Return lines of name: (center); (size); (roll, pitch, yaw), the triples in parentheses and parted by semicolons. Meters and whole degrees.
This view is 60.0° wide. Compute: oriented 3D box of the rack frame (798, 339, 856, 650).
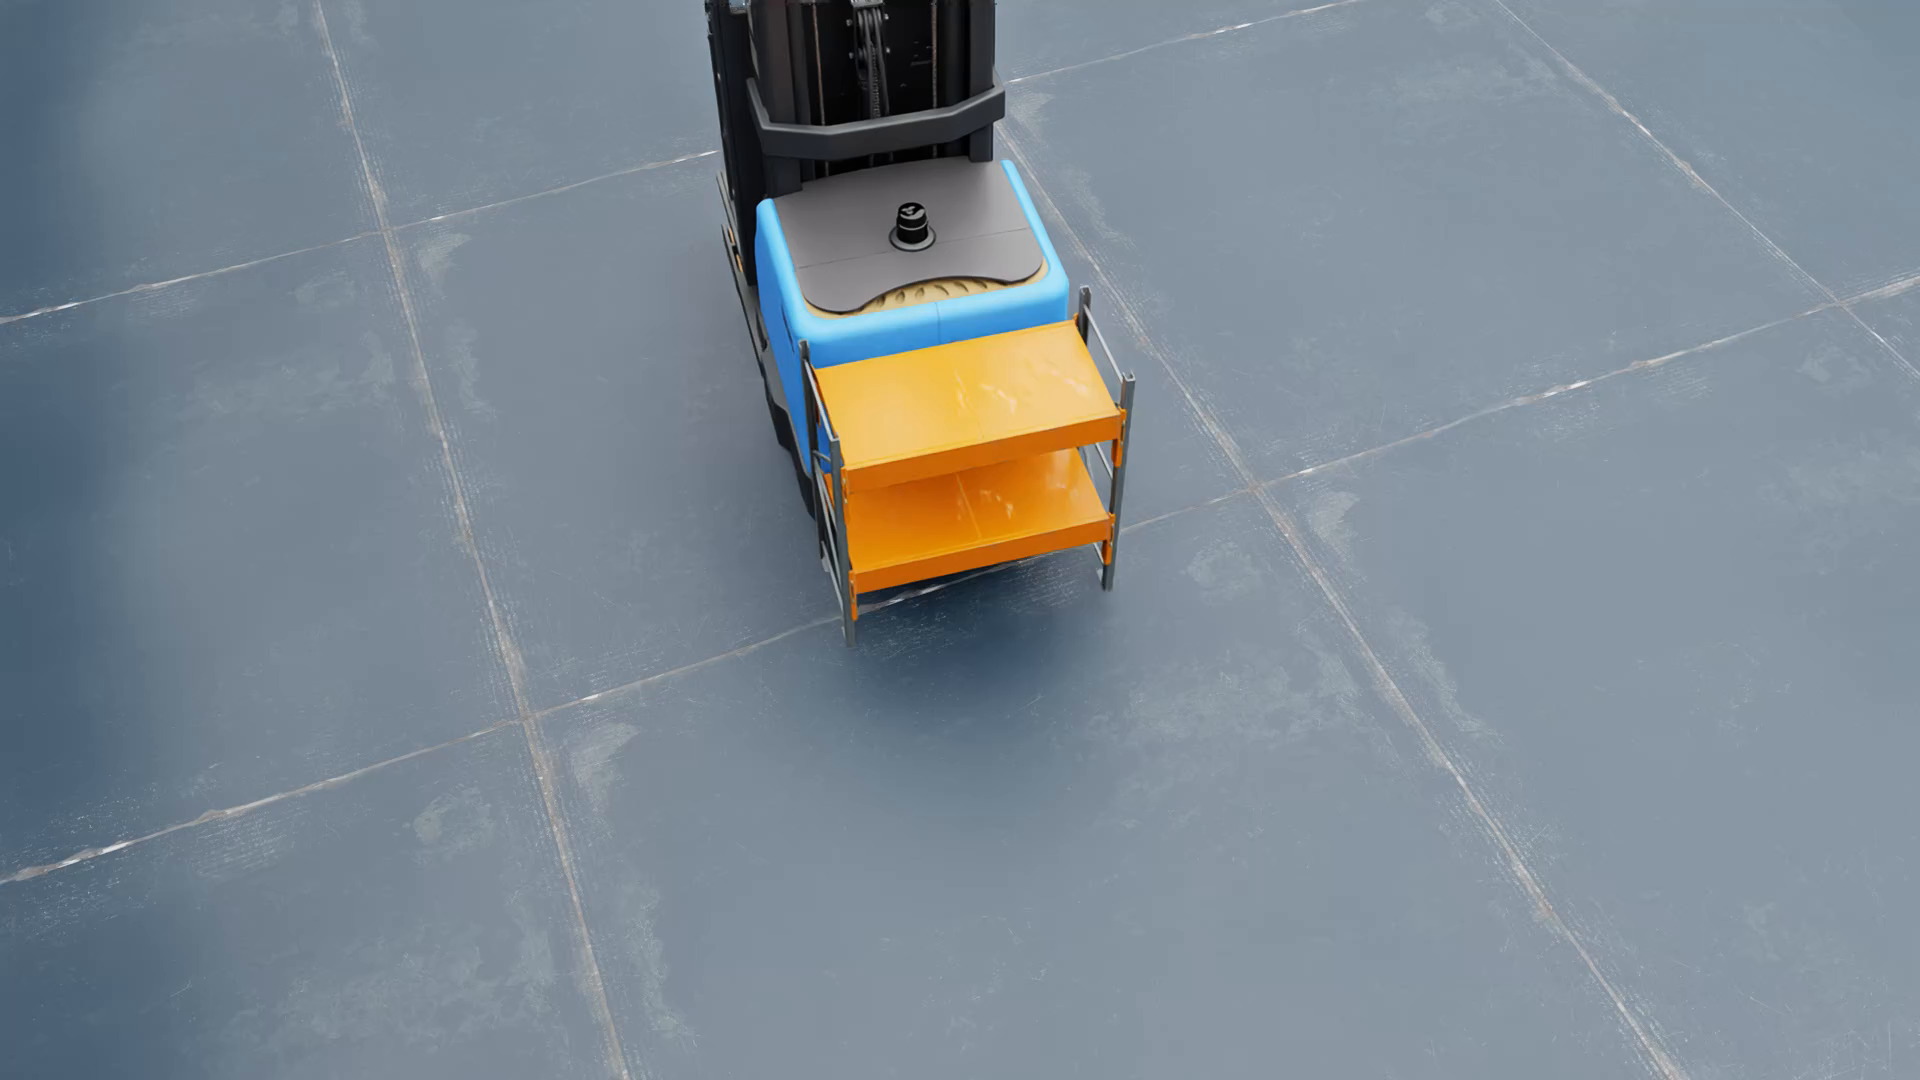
rack frame: (-0.472, -0.138, 5.968); (0.032, 1.125, 0.500); (-12, 50, -10)

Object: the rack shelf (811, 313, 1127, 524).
rack shelf: (0.017, -0.435, 5.837); (1.000, 0.278, 0.538); (-12, 50, -10)

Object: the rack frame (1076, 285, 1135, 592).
rack frame: (0.506, -0.350, 6.149); (0.032, 1.125, 0.500); (-12, 50, -10)

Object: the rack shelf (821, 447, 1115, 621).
rack shelf: (0.017, -0.085, 6.244); (1.000, 0.278, 0.538); (-12, 50, -10)

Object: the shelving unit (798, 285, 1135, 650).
shelving unit: (0.017, -0.244, 6.059); (1.048, 1.125, 0.538); (-12, 50, -10)

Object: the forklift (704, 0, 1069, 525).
forklift: (-0.465, -2.161, 6.514); (1.130, 2.935, 3.031); (-12, 50, -10)
